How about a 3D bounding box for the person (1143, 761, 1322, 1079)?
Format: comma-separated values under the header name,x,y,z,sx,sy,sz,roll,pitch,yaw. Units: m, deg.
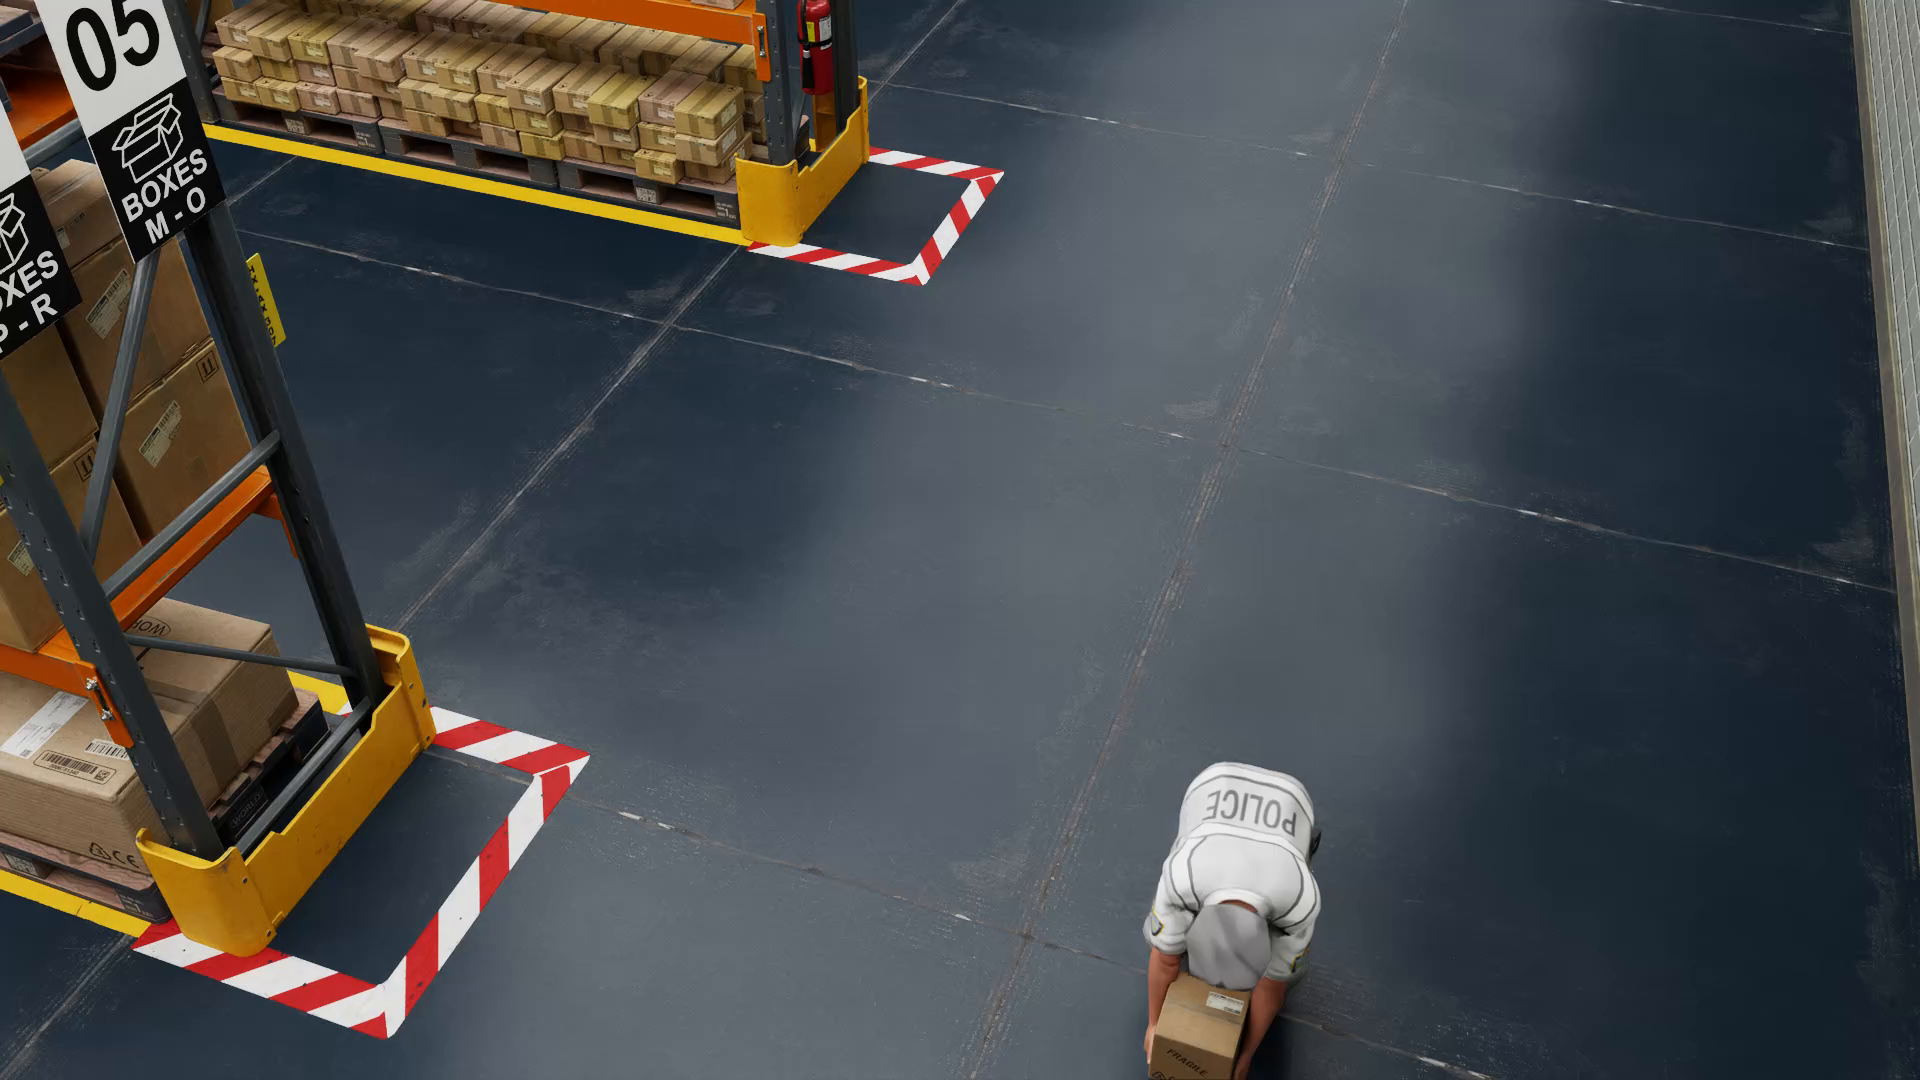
name,x,y,z,sx,sy,sz,roll,pitch,yaw
person,0.864,1.219,5.321,0.539,1.022,1.002,12,43,14
